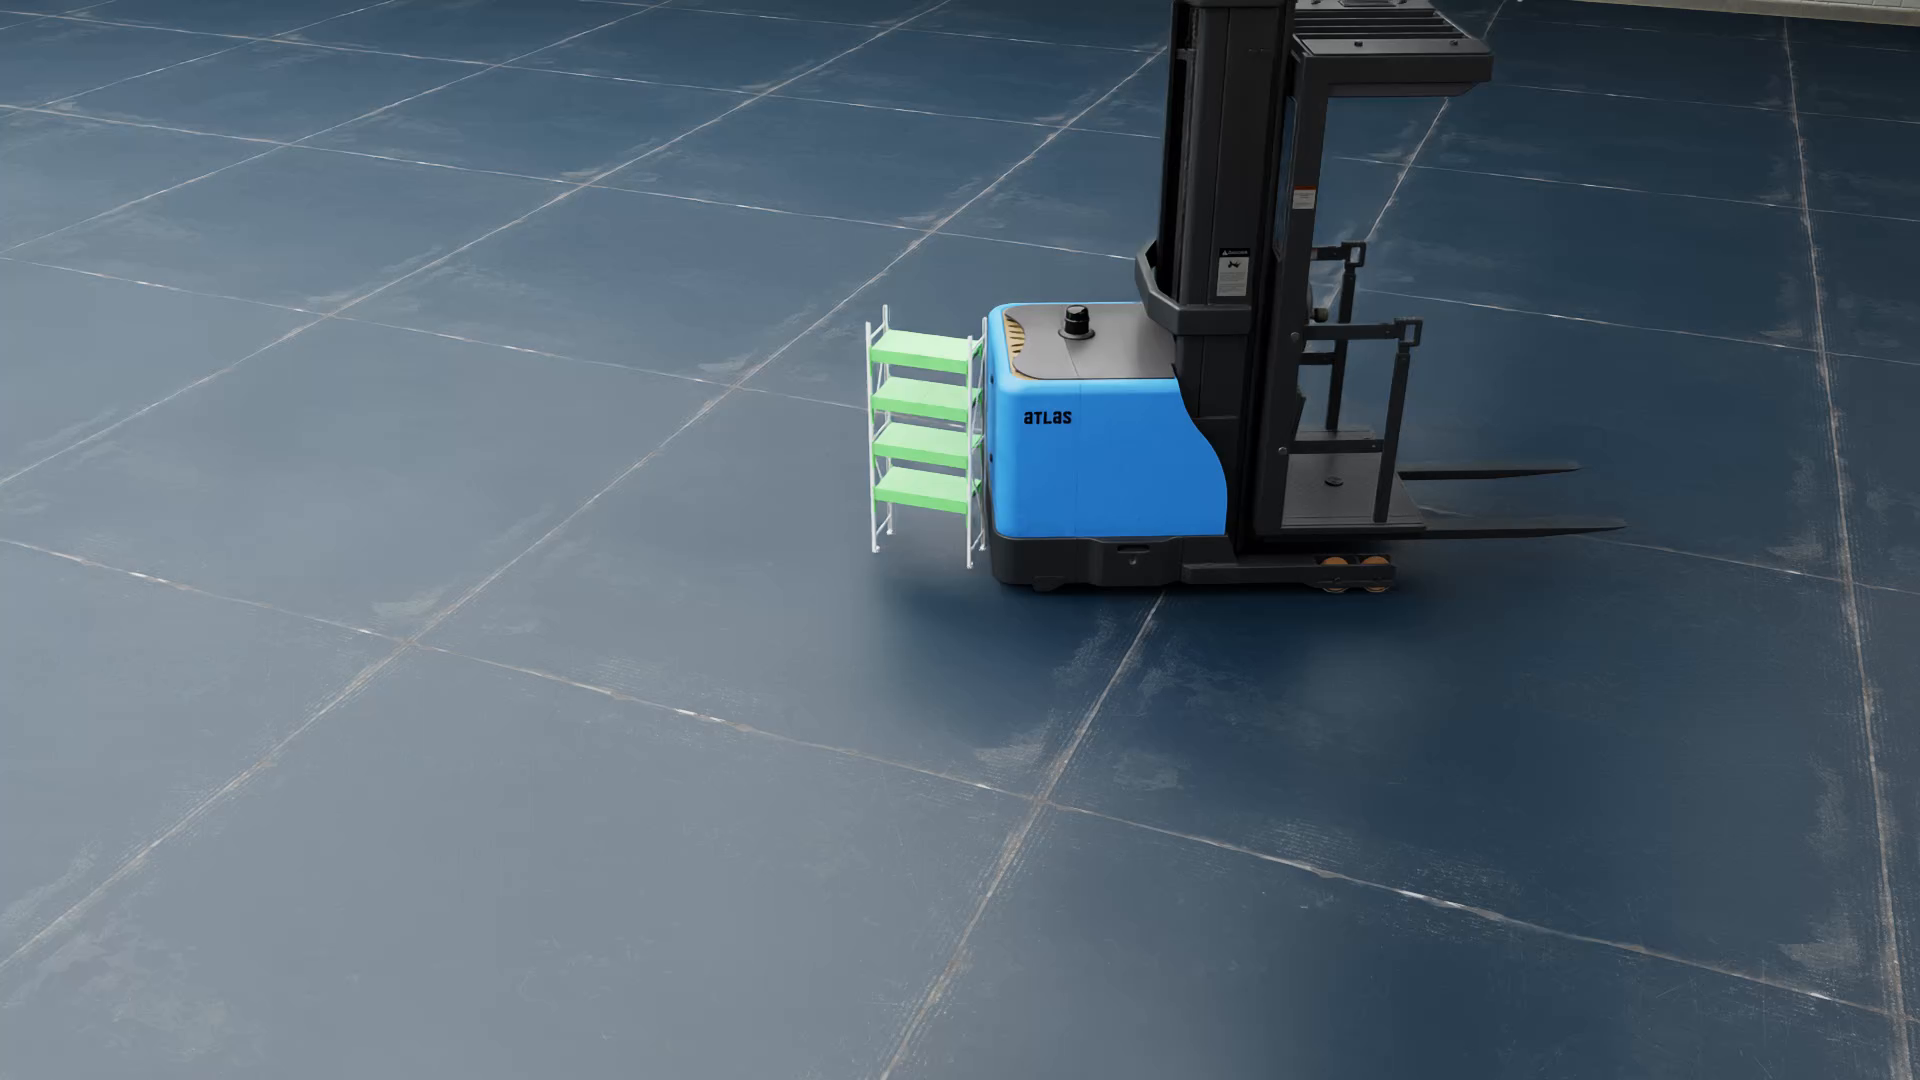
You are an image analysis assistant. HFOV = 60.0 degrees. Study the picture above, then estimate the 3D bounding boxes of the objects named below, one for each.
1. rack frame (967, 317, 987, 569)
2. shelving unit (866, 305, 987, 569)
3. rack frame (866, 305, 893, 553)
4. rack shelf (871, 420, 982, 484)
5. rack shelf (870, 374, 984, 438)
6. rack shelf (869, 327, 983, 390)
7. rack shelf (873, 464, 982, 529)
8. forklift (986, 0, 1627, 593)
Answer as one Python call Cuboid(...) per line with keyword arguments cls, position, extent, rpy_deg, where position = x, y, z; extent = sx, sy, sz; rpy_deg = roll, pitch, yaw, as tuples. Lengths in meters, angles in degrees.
Cuboid(cls="rack frame", position=(0.080, -0.440, 7.808), extent=(0.015, 1.200, 0.240), rpy_deg=(9, 31, 16))
Cuboid(cls="shelving unit", position=(-0.151, -0.478, 7.876), extent=(0.503, 1.200, 0.258), rpy_deg=(9, 31, 16))
Cuboid(cls="rack frame", position=(-0.383, -0.516, 7.943), extent=(0.015, 1.200, 0.240), rpy_deg=(9, 31, 16))
Cuboid(cls="rack shelf", position=(-0.151, -0.422, 7.907), extent=(0.480, 0.148, 0.258), rpy_deg=(9, 31, 16))
Cuboid(cls="rack shelf", position=(-0.151, -0.631, 7.789), extent=(0.480, 0.148, 0.258), rpy_deg=(9, 31, 16))
Cuboid(cls="rack shelf", position=(-0.151, -0.840, 7.671), extent=(0.480, 0.148, 0.258), rpy_deg=(9, 31, 16))
Cuboid(cls="rack shelf", position=(-0.151, -0.213, 8.025), extent=(0.480, 0.148, 0.258), rpy_deg=(9, 31, 16))
Cuboid(cls="forklift", position=(1.655, -1.288, 7.549), extent=(3.031, 2.935, 1.130), rpy_deg=(-1, 29, -2))
